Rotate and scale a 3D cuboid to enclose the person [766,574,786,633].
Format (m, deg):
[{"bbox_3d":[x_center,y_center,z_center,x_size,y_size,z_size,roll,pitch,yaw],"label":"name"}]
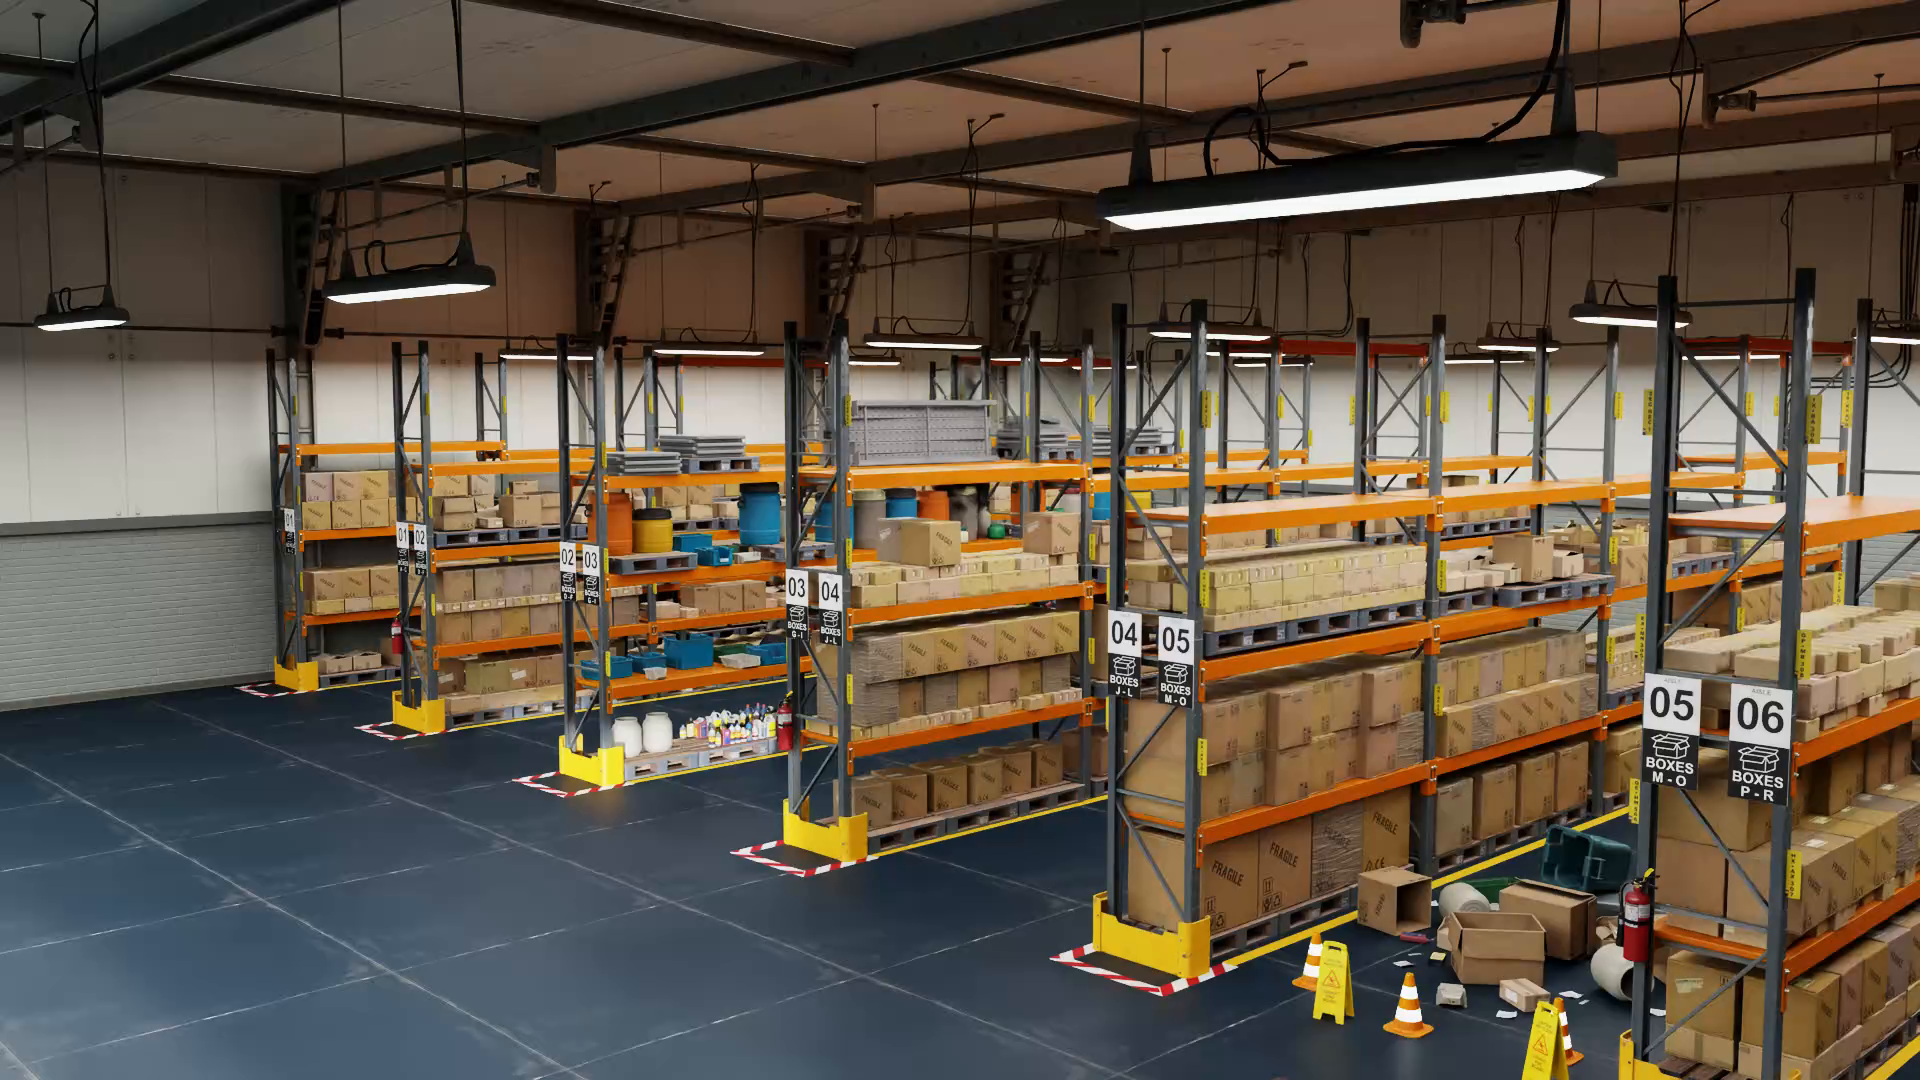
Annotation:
[{"bbox_3d":[-3.525,1.493,32.859,0.615,1.690,0.927,4,7,41],"label":"person"}]
